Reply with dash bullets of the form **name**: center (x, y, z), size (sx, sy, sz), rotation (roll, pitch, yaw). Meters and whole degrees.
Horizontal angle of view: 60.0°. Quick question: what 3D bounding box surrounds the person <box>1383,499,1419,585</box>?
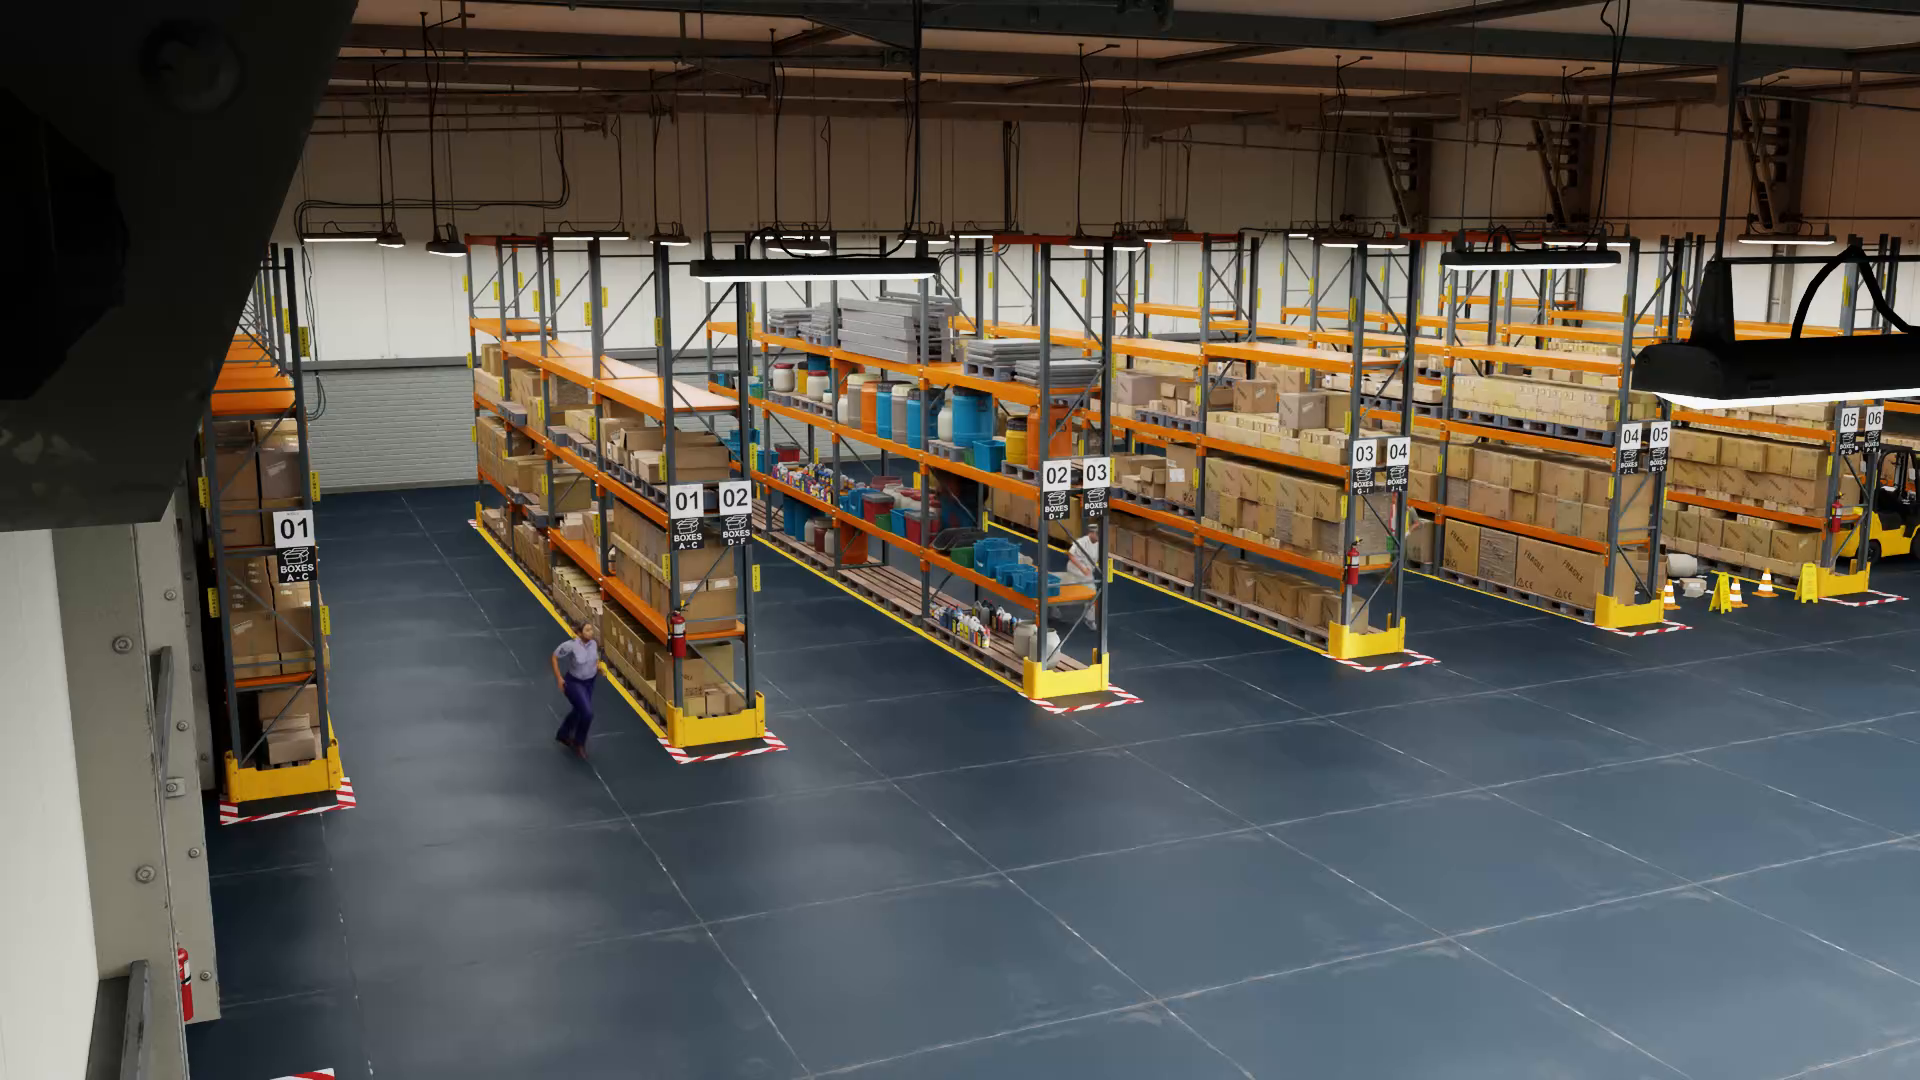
- **person**: center (7.611, -0.021, 29.041), size (0.763, 1.640, 0.507), rotation (1, 11, 3)

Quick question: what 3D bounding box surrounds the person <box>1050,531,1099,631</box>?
- **person**: center (1.829, 0.548, 26.102), size (1.014, 1.691, 0.693), rotation (9, 14, 38)

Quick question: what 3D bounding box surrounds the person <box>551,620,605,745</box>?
- **person**: center (-4.559, 1.688, 19.873), size (0.763, 1.502, 0.582), rotation (7, 13, 32)
